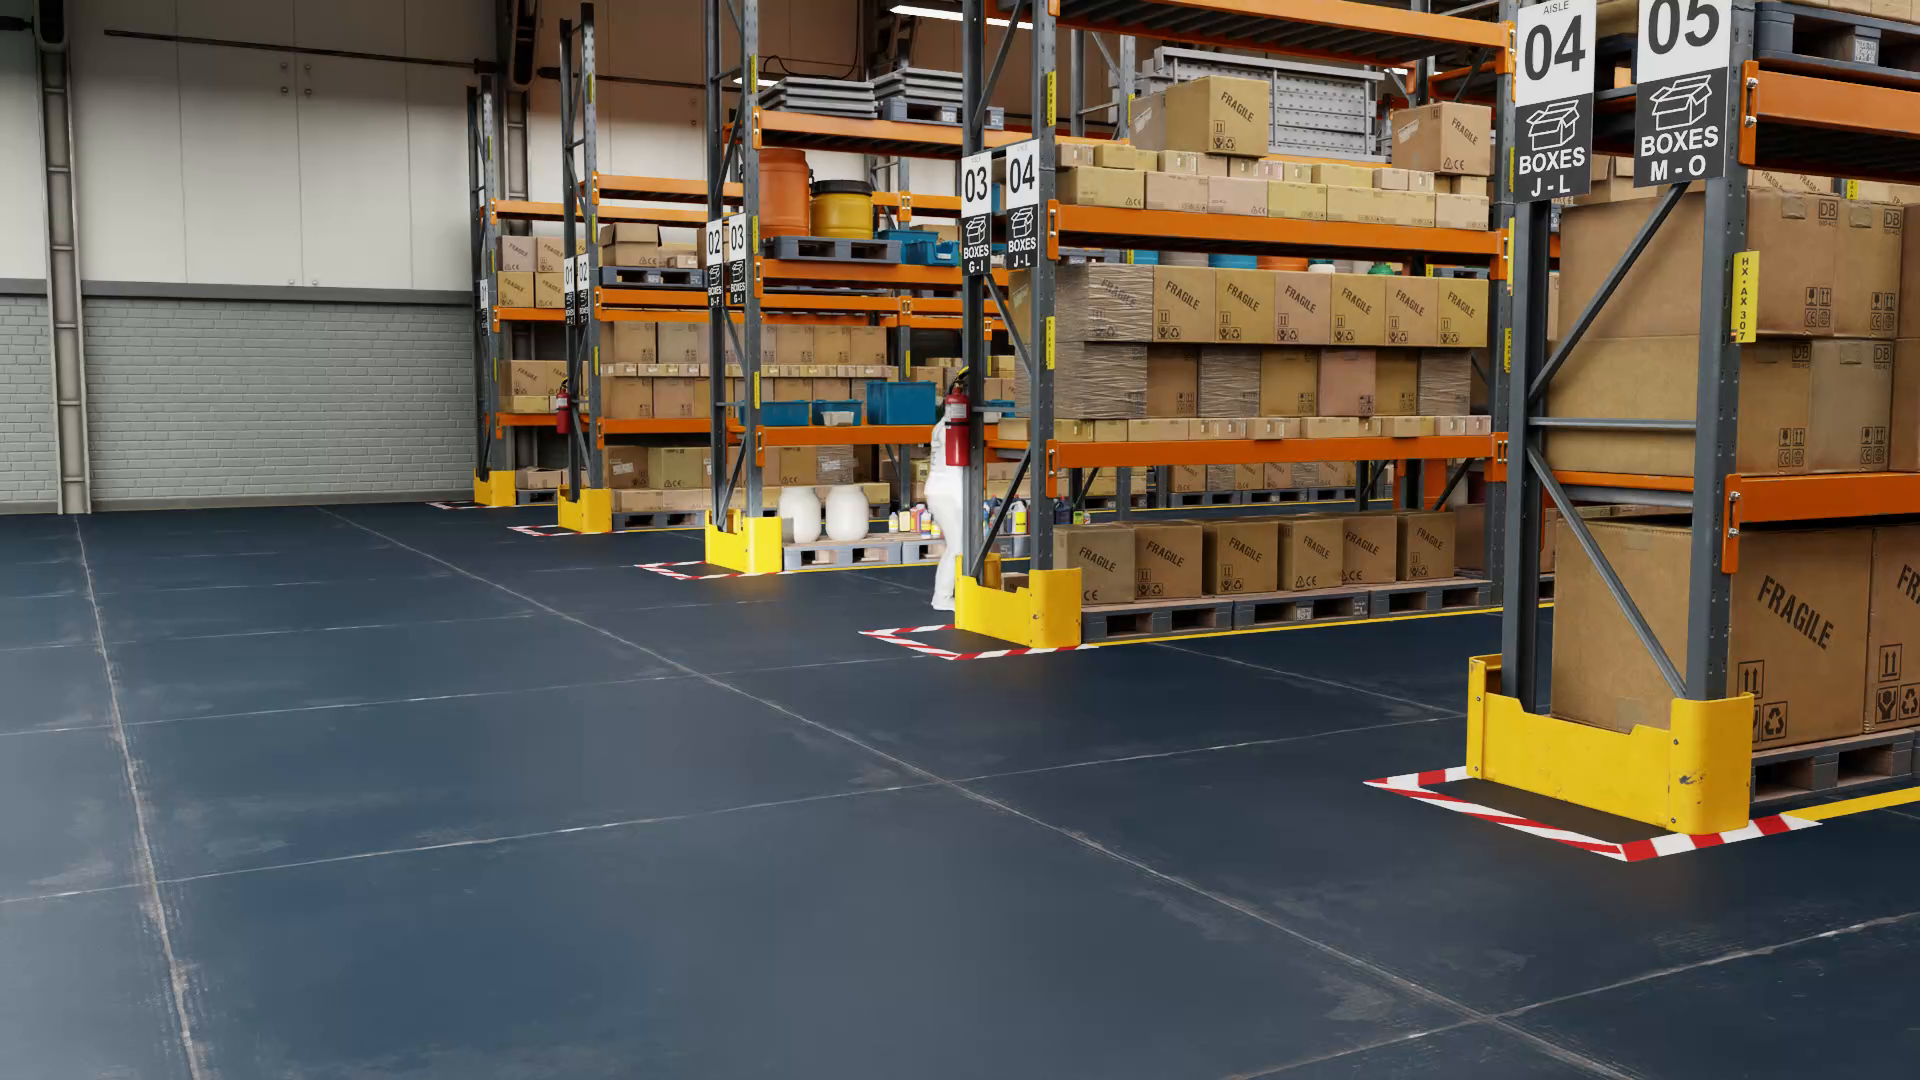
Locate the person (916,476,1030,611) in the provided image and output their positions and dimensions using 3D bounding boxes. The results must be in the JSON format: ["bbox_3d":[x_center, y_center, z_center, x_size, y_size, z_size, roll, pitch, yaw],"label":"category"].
[{"bbox_3d":[0.125,0.022,12.513,0.911,0.994,0.425,-1,5,-10],"label":"person"}]
